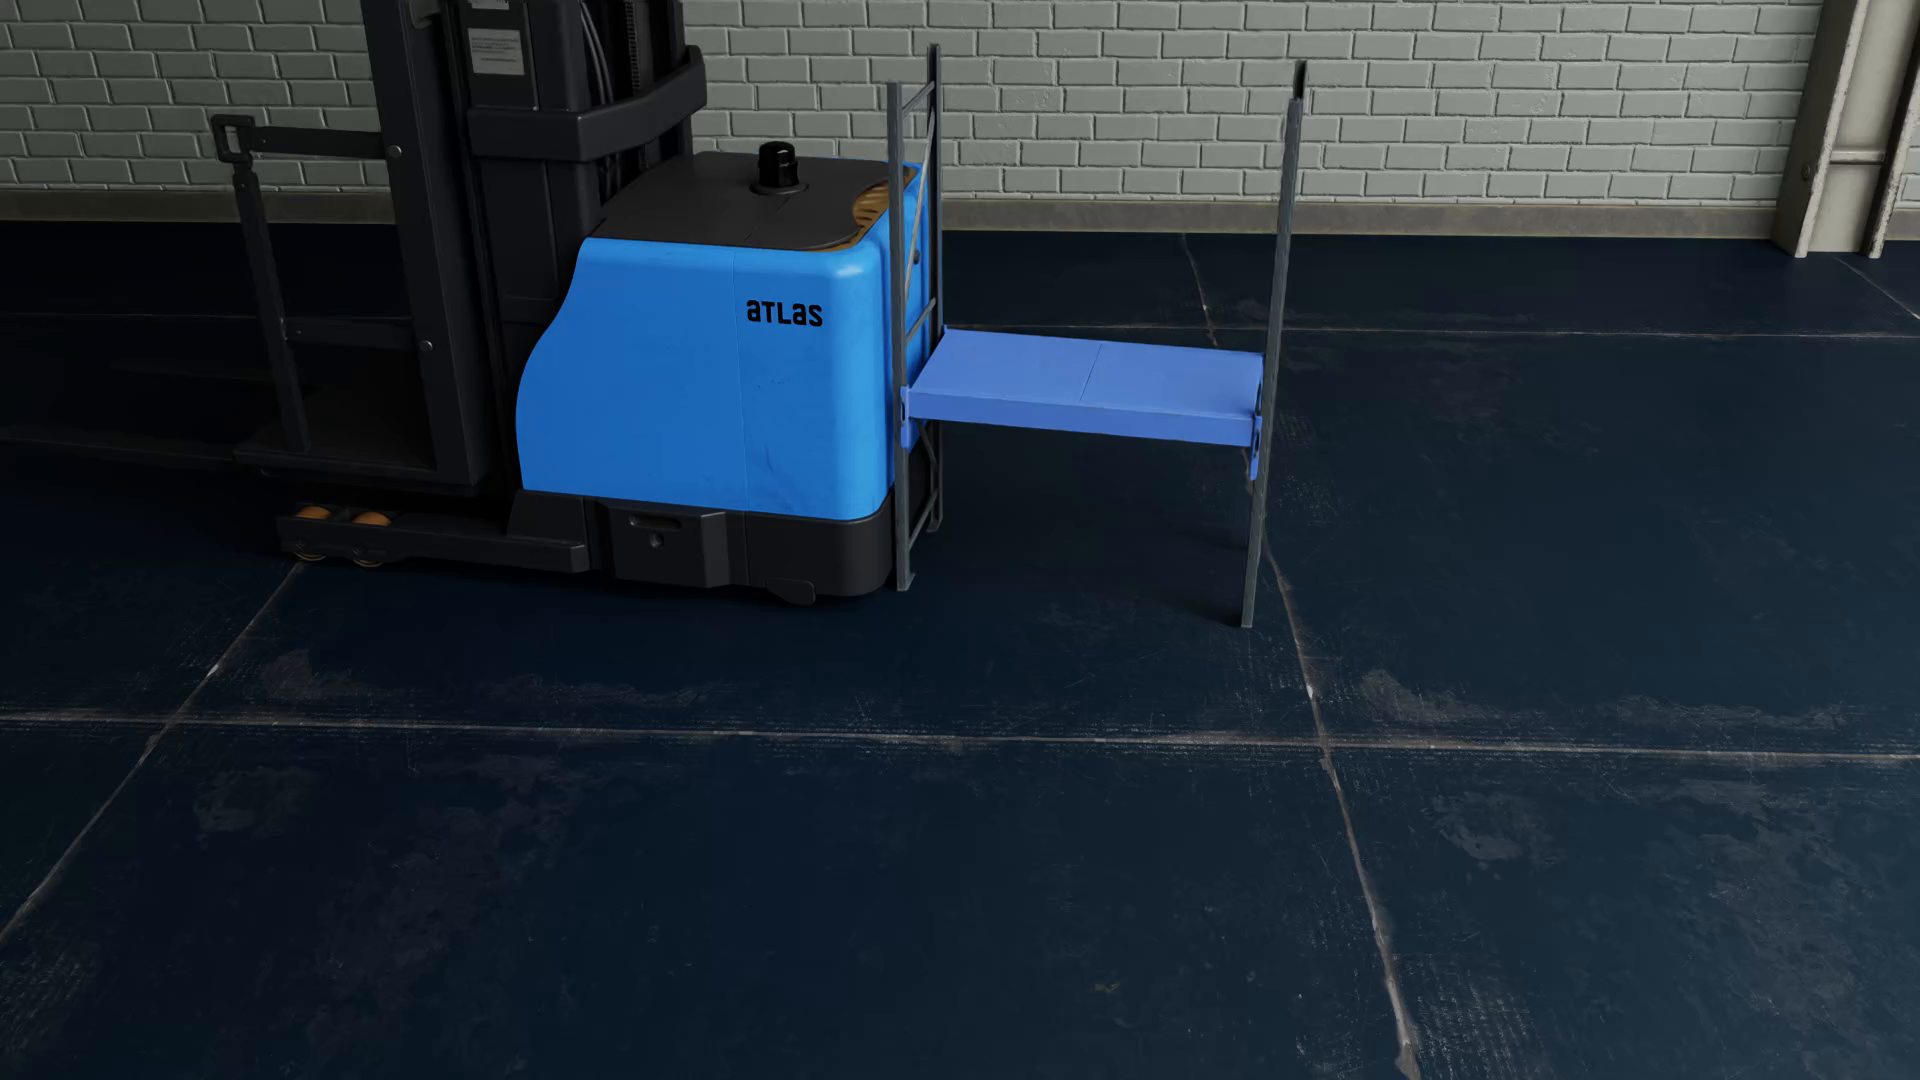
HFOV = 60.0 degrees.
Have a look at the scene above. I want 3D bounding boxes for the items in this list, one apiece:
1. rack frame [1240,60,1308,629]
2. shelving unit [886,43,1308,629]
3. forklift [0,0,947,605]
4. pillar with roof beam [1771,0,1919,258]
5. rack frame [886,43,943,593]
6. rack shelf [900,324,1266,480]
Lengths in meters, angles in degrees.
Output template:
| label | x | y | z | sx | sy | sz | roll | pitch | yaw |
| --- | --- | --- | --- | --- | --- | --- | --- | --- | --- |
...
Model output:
| label | x | y | z | sx | sy | sz | roll | pitch | yaw |
| --- | --- | --- | --- | --- | --- | --- | --- | --- | --- |
| rack frame | 0.872 | -0.522 | 4.633 | 0.032 | 1.500 | 0.500 | 6 | 28 | 11 |
| shelving unit | 0.375 | -0.572 | 4.727 | 1.048 | 1.500 | 0.538 | 6 | 28 | 11 |
| forklift | -1.616 | -1.446 | 4.848 | 3.031 | 2.935 | 1.130 | 6 | 28 | 11 |
| pillar with roof beam | 3.930 | -3.345 | 1.952 | 0.400 | 9.000 | 9.100 | 1 | 28 | 2 |
| rack frame | -0.122 | -0.622 | 4.821 | 0.032 | 1.500 | 0.500 | 6 | 28 | 11 |
| rack shelf | 0.375 | -0.413 | 4.812 | 1.000 | 0.185 | 0.538 | 6 | 28 | 11 |
